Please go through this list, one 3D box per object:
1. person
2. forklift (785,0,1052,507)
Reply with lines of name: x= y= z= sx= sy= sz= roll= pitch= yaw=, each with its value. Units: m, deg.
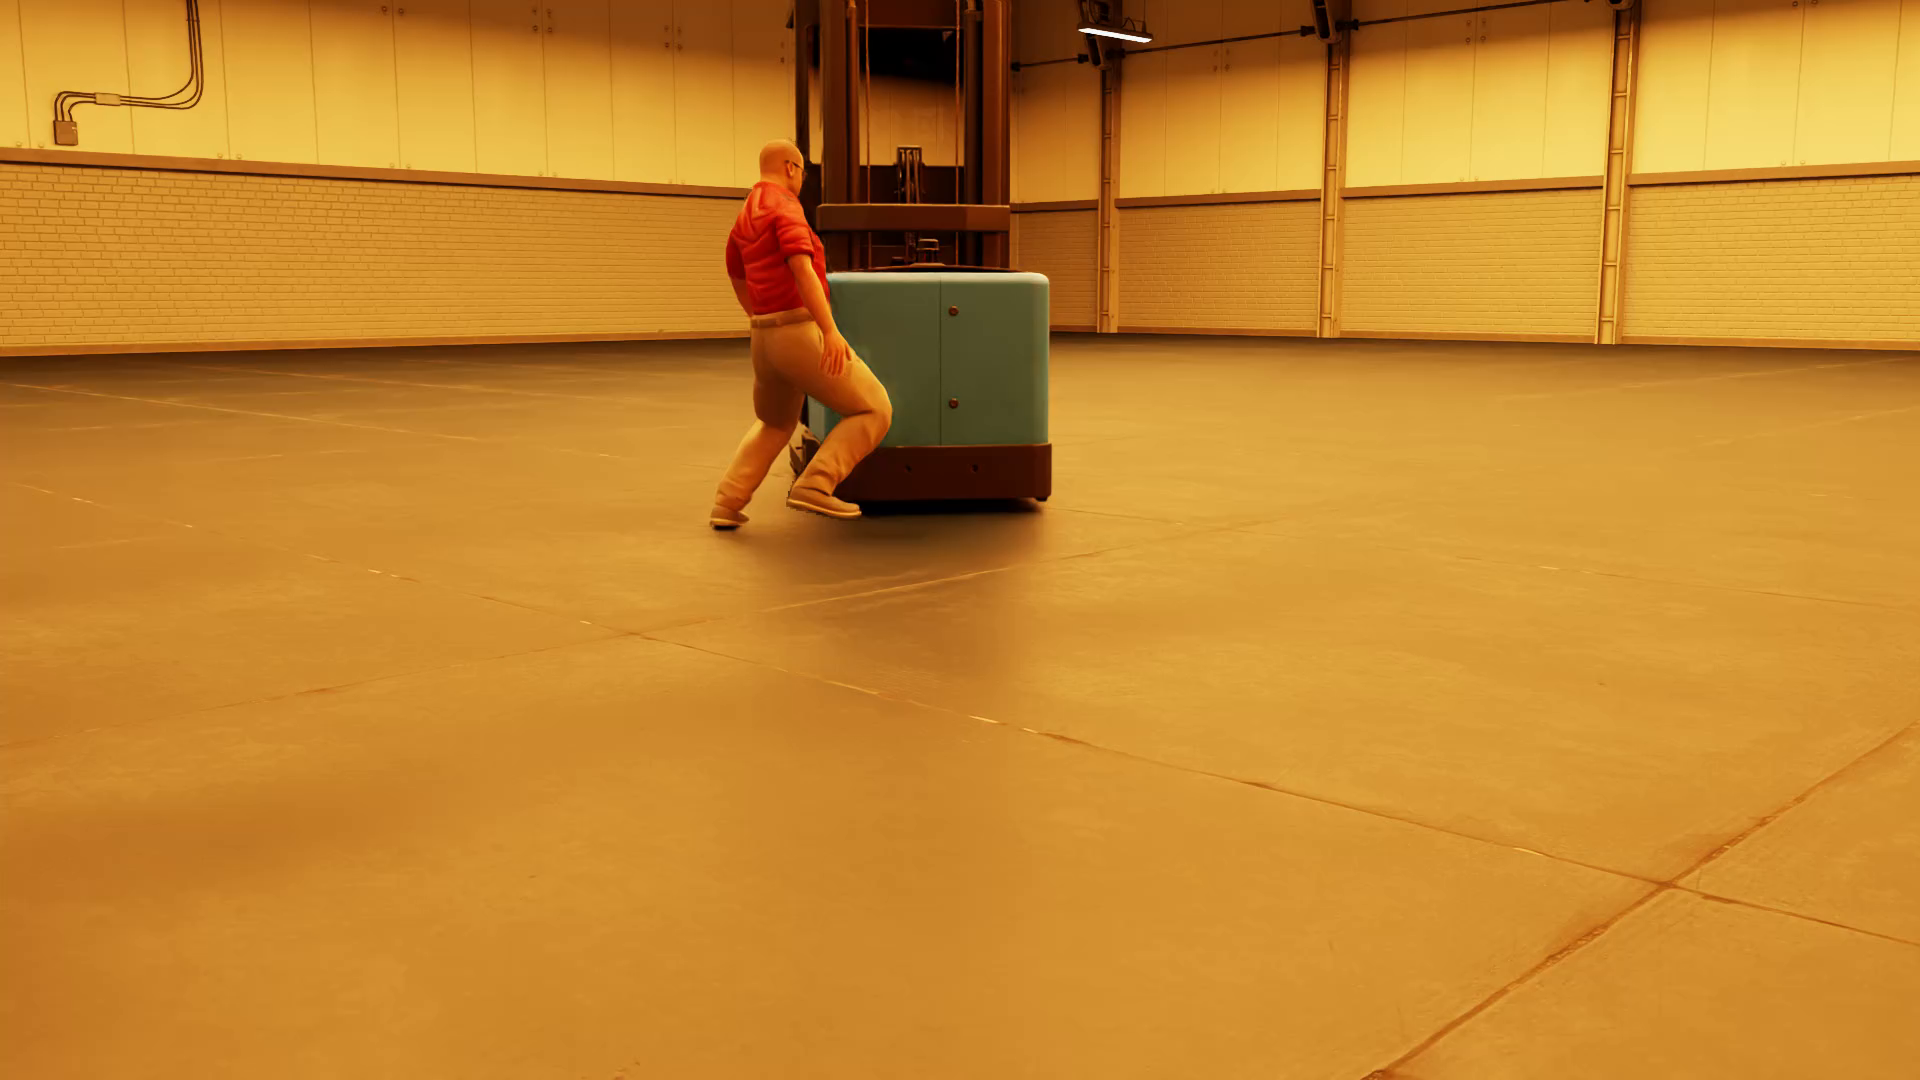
person: x=-0.689 y=-0.829 z=6.881 sx=0.603 sy=1.628 sz=0.947 roll=-5 pitch=10 yaw=-30
forklift: x=-0.328 y=-1.781 z=8.700 sx=1.130 sy=2.935 sz=3.031 roll=-1 pitch=9 yaw=-9
